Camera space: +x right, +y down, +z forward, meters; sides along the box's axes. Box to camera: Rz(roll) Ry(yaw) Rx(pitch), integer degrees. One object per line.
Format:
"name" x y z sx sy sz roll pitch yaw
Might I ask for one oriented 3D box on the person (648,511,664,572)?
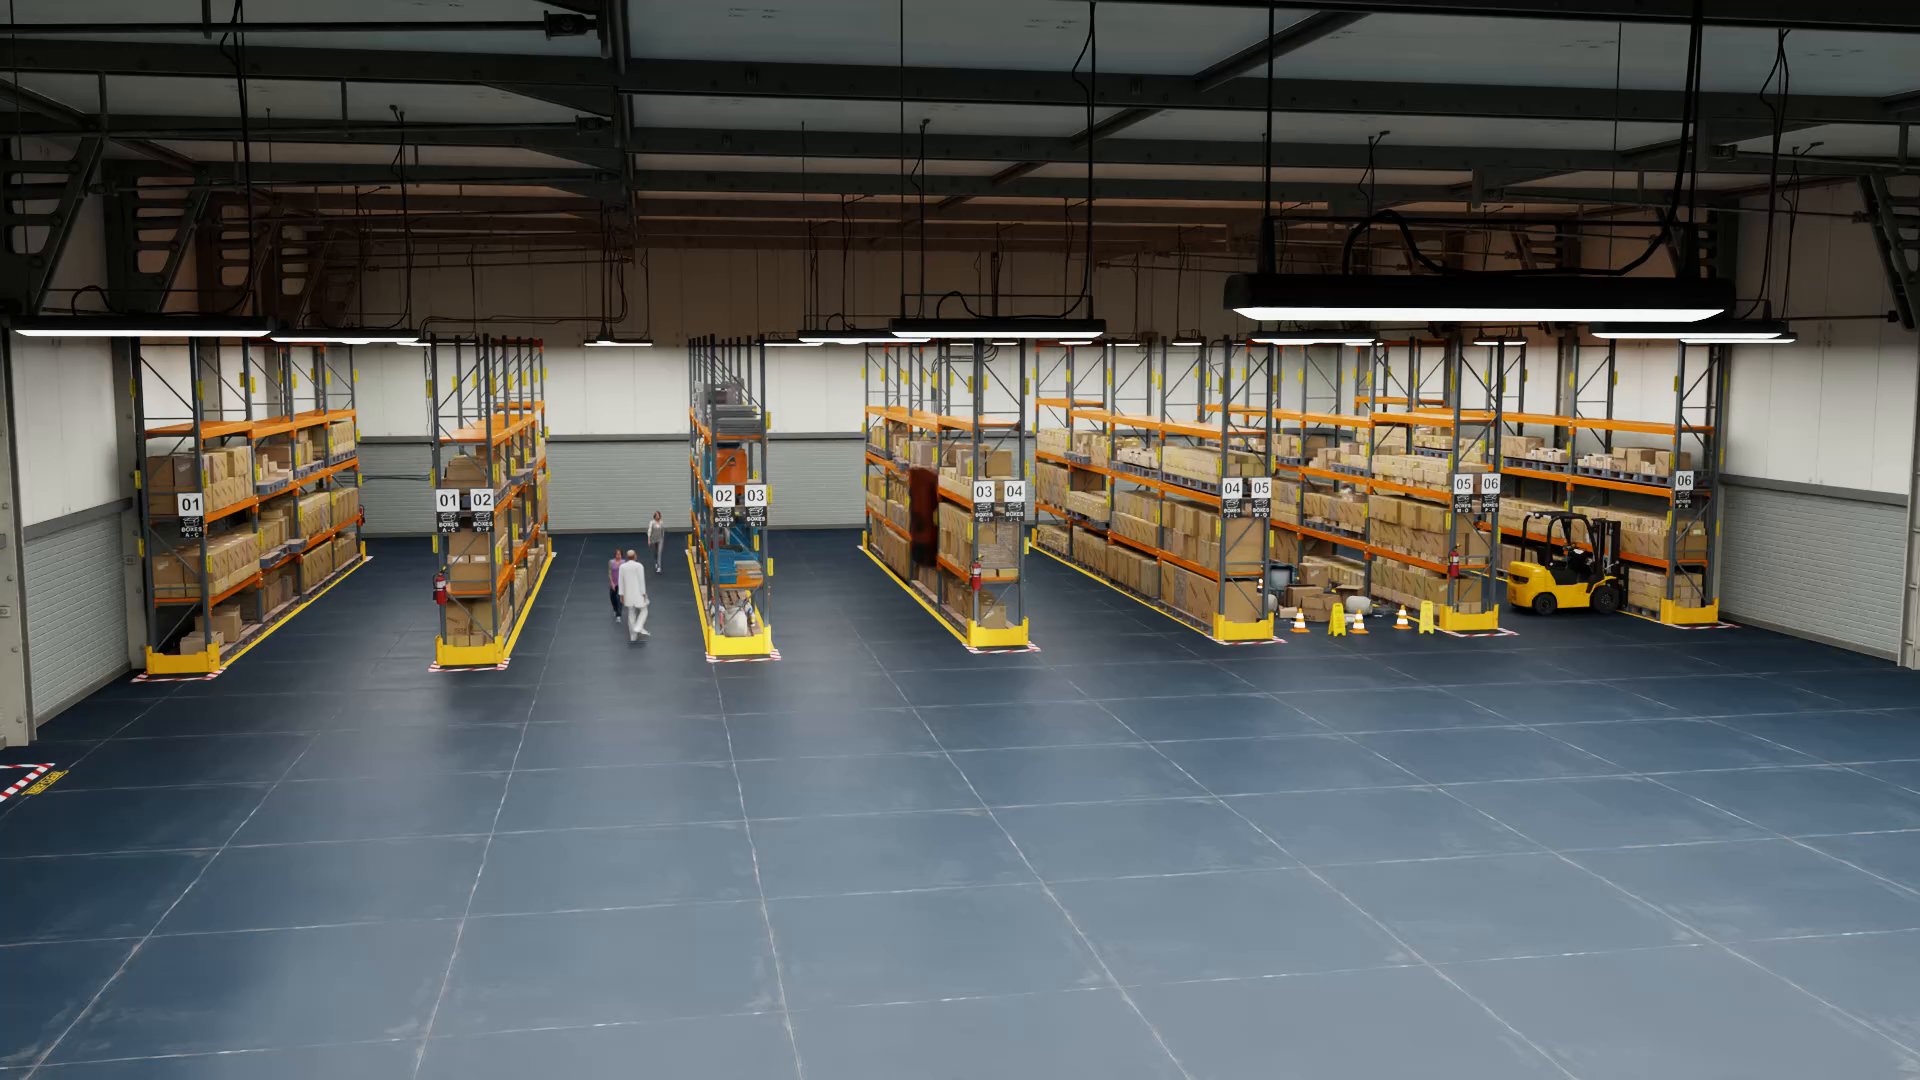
"person" -7.836 0.027 42.862 0.409 1.543 0.952 -1 7 -5

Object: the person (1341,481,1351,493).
"person" 11.991 -1.054 51.605 0.999 1.739 0.522 -1 7 -11

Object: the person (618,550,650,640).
"person" -6.437 1.090 32.784 0.633 1.773 0.574 0 7 1

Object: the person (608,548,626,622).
"person" -7.230 0.933 35.166 0.401 1.517 0.986 -1 7 -8
